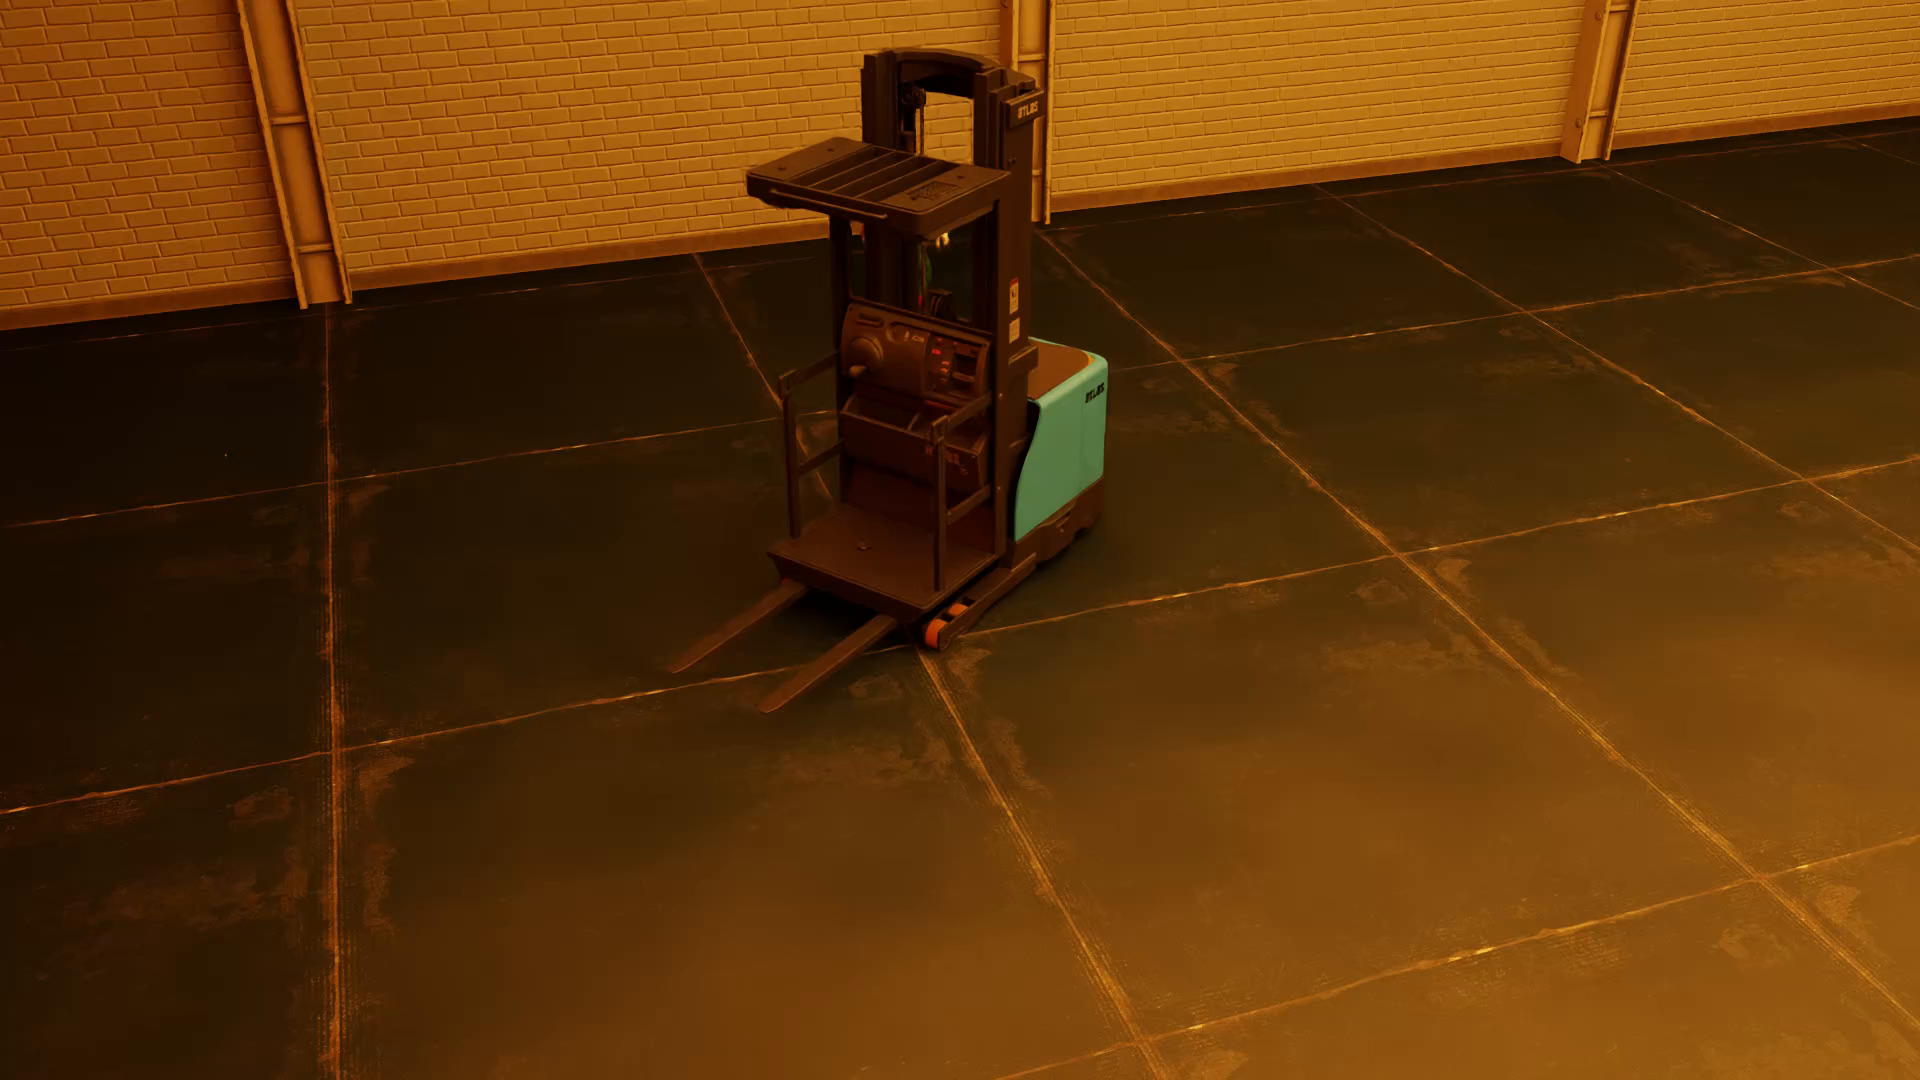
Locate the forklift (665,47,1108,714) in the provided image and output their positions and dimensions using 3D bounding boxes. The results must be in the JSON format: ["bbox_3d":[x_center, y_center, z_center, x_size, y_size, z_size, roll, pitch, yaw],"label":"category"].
[{"bbox_3d":[-0.365,-0.947,8.732,1.130,2.935,3.031,19,35,29],"label":"forklift"}]

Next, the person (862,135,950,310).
[{"bbox_3d":[-0.362,-2.309,12.364,0.784,1.663,0.859,-20,35,-31],"label":"person"}]
